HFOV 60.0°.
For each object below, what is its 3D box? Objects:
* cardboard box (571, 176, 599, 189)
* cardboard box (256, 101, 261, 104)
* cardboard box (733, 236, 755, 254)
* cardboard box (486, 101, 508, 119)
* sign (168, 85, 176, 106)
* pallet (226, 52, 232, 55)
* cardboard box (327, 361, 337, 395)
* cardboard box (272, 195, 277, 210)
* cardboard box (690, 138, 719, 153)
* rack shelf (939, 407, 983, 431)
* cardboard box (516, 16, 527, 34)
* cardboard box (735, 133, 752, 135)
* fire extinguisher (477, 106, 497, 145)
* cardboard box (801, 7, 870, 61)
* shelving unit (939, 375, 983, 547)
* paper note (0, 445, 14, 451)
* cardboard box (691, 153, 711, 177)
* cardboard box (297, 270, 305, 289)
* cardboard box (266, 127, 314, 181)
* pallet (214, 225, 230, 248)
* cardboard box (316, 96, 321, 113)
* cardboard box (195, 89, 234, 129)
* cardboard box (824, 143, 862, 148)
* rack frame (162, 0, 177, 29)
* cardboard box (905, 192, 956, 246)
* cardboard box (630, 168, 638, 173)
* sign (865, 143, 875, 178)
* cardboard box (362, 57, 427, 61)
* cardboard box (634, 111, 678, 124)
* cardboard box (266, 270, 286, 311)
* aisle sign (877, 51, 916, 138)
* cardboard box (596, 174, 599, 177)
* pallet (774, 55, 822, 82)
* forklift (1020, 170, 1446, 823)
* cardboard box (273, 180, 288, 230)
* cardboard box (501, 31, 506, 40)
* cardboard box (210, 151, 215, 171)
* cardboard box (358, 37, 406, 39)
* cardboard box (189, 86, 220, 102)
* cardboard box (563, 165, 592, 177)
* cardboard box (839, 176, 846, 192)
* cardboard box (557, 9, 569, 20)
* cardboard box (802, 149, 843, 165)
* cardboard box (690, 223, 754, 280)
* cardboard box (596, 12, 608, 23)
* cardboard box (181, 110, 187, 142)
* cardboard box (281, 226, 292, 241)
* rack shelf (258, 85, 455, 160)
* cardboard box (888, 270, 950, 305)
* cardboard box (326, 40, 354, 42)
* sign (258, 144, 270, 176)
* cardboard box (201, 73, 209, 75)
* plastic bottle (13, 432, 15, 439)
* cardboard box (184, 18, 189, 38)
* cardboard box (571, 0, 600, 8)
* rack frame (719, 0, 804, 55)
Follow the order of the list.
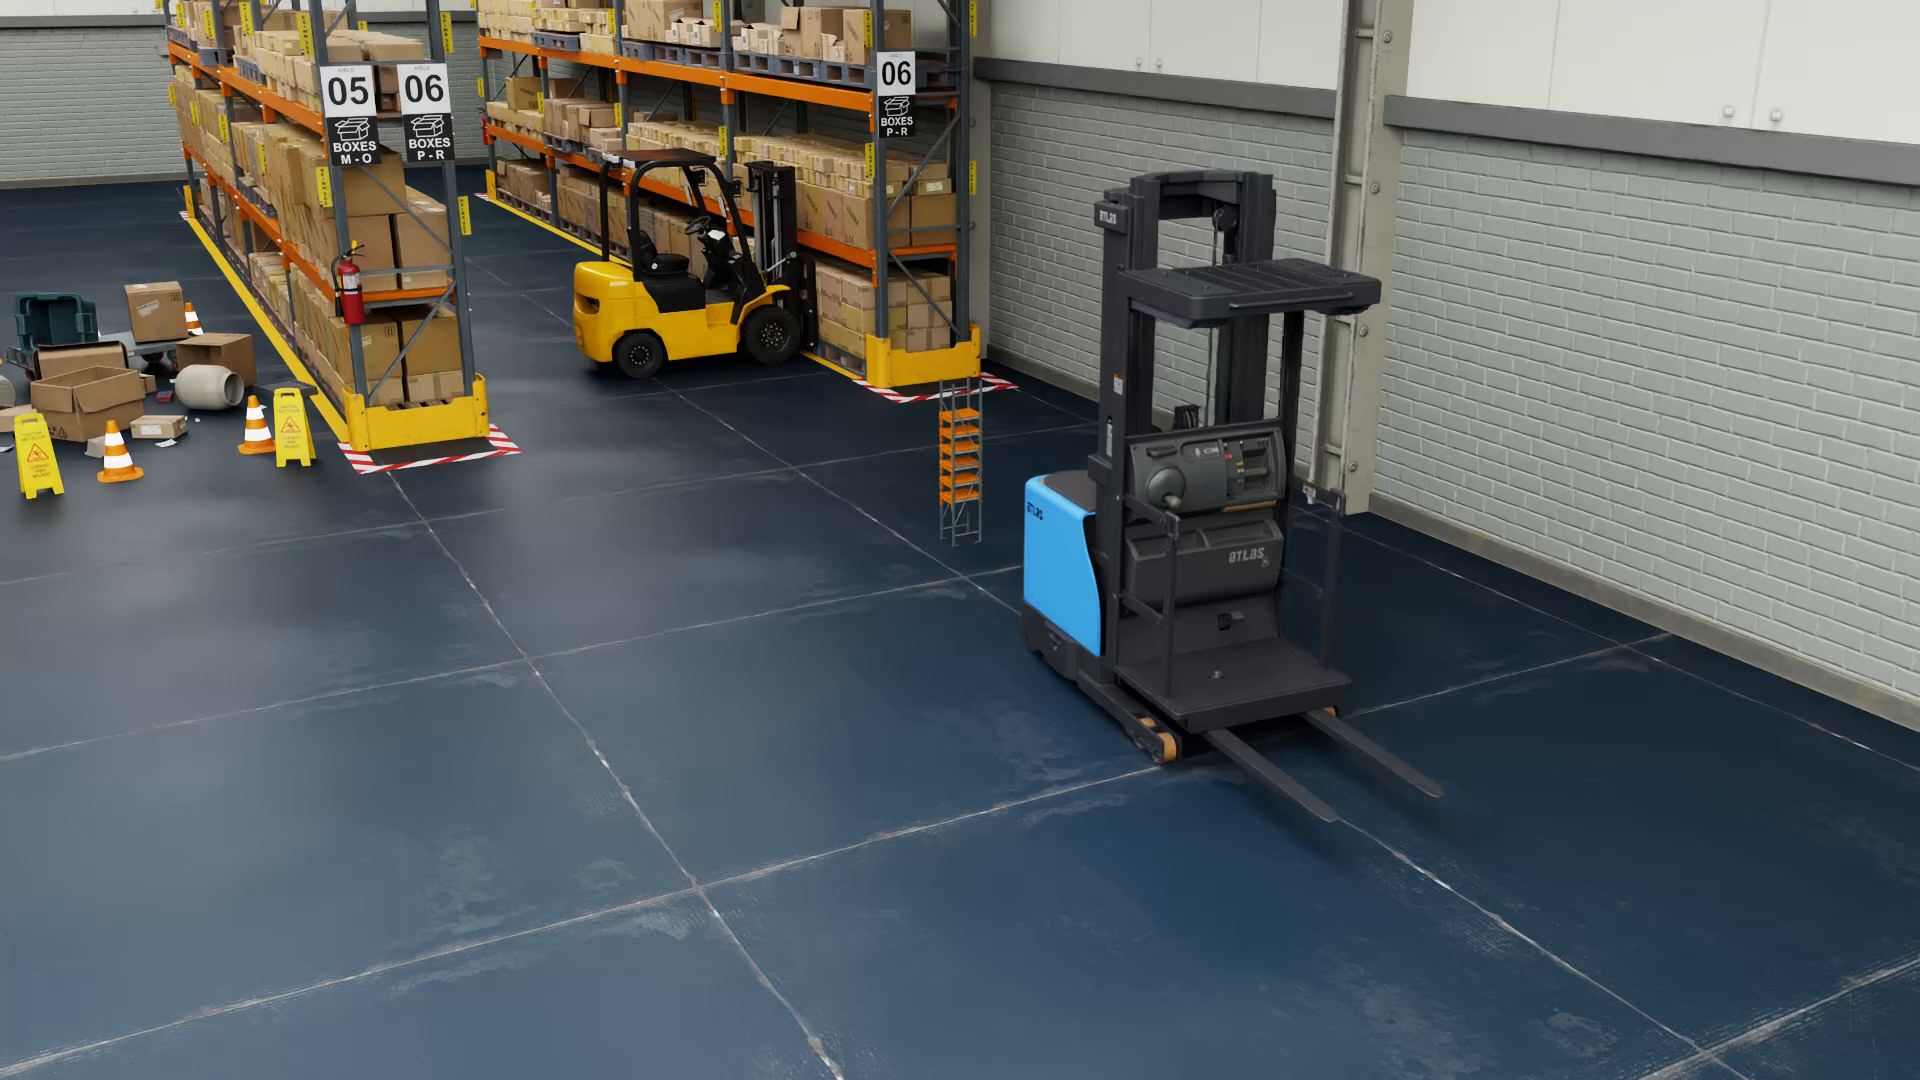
[{"bbox_3d":[-5.805,-5.546,25.800,0.380,0.149,0.250,-11,22,-29],"label":"cardboard box"},{"bbox_3d":[-8.803,-5.428,21.578,0.500,0.500,0.500,-10,21,-26],"label":"cardboard box"},{"bbox_3d":[-2.321,-3.394,19.406,0.500,0.250,0.500,-10,22,-27],"label":"cardboard box"},{"bbox_3d":[-7.994,-7.552,29.193,0.500,0.250,0.500,-10,21,-26],"label":"cardboard box"},{"bbox_3d":[-12.830,-7.247,27.086,0.100,0.325,0.005,-10,21,-27],"label":"sign"},{"bbox_3d":[-9.961,-6.808,22.958,0.805,0.209,1.217,-11,22,-29],"label":"pallet"},{"bbox_3d":[-5.601,-1.531,15.540,0.500,0.250,0.500,-10,21,-26],"label":"cardboard box"},{"bbox_3d":[-7.128,-3.625,17.778,0.380,0.149,0.250,-10,21,-26],"label":"cardboard box"},{"bbox_3d":[-3.082,-4.832,20.388,0.380,0.149,0.250,-11,22,-28],"label":"cardboard box"},{"bbox_3d":[0.007,-0.861,11.821,0.258,0.103,0.180,-10,21,-27],"label":"rack shelf"},{"bbox_3d":[-6.779,-8.241,26.592,0.500,0.250,0.500,-11,22,-28],"label":"cardboard box"},{"bbox_3d":[-2.811,-5.072,21.084,0.380,0.149,0.250,-10,21,-27],"label":"cardboard box"},{"bbox_3d":[-8.449,-7.412,29.704,0.296,0.674,0.183,-10,21,-27],"label":"fire extinguisher"},{"bbox_3d":[-1.198,-5.171,16.971,0.700,0.500,0.500,-10,21,-26],"label":"cardboard box"},{"bbox_3d":[0.007,-0.563,11.924,0.258,1.200,0.189,-10,21,-27],"label":"shelving unit"},{"bbox_3d":[-8.280,-0.793,14.384,0.144,0.017,0.142,-3,19,-8],"label":"paper note"},{"bbox_3d":[-2.983,-4.623,20.394,0.500,0.250,0.500,-11,22,-28],"label":"cardboard box"},{"bbox_3d":[-6.346,-2.596,16.484,0.380,0.149,0.250,-9,21,-25],"label":"cardboard box"},{"bbox_3d":[-6.399,-3.790,16.376,0.700,0.500,0.500,-10,21,-26],"label":"cardboard box"},{"bbox_3d":[-10.732,-4.649,25.280,1.003,0.211,1.213,-10,21,-27],"label":"pallet"},{"bbox_3d":[-5.157,-3.650,13.897,0.380,0.149,0.250,-10,21,-26],"label":"cardboard box"},{"bbox_3d":[-10.484,-6.085,23.482,0.500,0.500,0.500,-10,21,-26],"label":"cardboard box"},{"bbox_3d":[-1.277,-4.287,18.352,0.380,0.149,0.250,-10,22,-27],"label":"cardboard box"},{"bbox_3d":[-12.339,-9.721,26.506,1.000,3.000,0.127,-10,21,-27],"label":"rack frame"},{"bbox_3d":[-0.366,-3.294,16.926,0.500,0.500,0.500,-9,21,-25],"label":"cardboard box"},{"bbox_3d":[-4.178,-5.122,22.606,0.500,0.250,0.500,-10,21,-26],"label":"cardboard box"},{"bbox_3d":[-0.859,-3.641,15.946,0.100,0.325,0.005,-10,21,-27],"label":"sign"},{"bbox_3d":[-4.976,-4.111,14.622,0.500,0.250,0.500,-10,22,-27],"label":"cardboard box"},{"bbox_3d":[-4.281,-5.776,23.474,0.500,0.500,0.500,-9,21,-24],"label":"cardboard box"},{"bbox_3d":[-7.568,-2.952,19.471,0.950,0.372,0.625,-9,21,-25],"label":"cardboard box"},{"bbox_3d":[-0.602,-4.226,15.795,0.394,0.787,0.004,-10,21,-27],"label":"aisle sign"},{"bbox_3d":[-5.515,-5.694,26.228,0.380,0.149,0.250,-10,21,-27],"label":"cardboard box"},{"bbox_3d":[-1.271,-4.995,17.546,1.003,0.211,1.213,-10,21,-27],"label":"pallet"},{"bbox_3d":[1.416,-0.369,8.708,1.130,2.935,3.031,-8,21,-22],"label":"forklift"},{"bbox_3d":[-6.677,-3.458,16.946,0.500,0.500,0.500,-10,21,-27],"label":"cardboard box"},{"bbox_3d":[-7.383,-8.371,27.579,0.380,0.149,0.250,-10,21,-27],"label":"cardboard box"},{"bbox_3d":[-9.987,-5.200,22.834,0.500,0.250,0.500,-10,21,-27],"label":"cardboard box"},{"bbox_3d":[-5.236,-4.480,15.080,0.380,0.149,0.250,-9,21,-25],"label":"cardboard box"},{"bbox_3d":[-10.907,-6.349,24.246,0.500,0.500,0.500,-10,21,-27],"label":"cardboard box"},{"bbox_3d":[-5.971,-5.759,25.961,0.380,0.149,0.250,-11,22,-29],"label":"cardboard box"},{"bbox_3d":[-1.003,-3.624,16.888,0.380,0.149,0.250,-10,21,-26],"label":"cardboard box"},{"bbox_3d":[-5.726,-7.759,24.553,0.380,0.149,0.250,-10,21,-26],"label":"cardboard box"},{"bbox_3d":[-1.464,-4.066,17.711,0.380,0.149,0.250,-10,21,-26],"label":"cardboard box"},{"bbox_3d":[-2.894,-3.658,21.130,0.875,0.625,0.625,-10,22,-27],"label":"cardboard box"},{"bbox_3d":[-4.884,-7.327,23.331,0.380,0.149,0.250,-10,22,-28],"label":"cardboard box"},{"bbox_3d":[-12.099,-6.609,26.532,0.500,0.500,0.500,-10,22,-27],"label":"cardboard box"},{"bbox_3d":[-6.773,-3.181,17.137,0.380,0.149,0.250,-10,21,-27],"label":"cardboard box"},{"bbox_3d":[-5.691,-3.944,15.466,1.077,0.370,4.000,-10,21,-27],"label":"rack shelf"},{"bbox_3d":[-0.436,-2.600,17.107,0.500,0.250,0.500,-10,22,-27],"label":"cardboard box"},{"bbox_3d":[-5.463,-4.250,14.414,0.380,0.149,0.250,-10,21,-26],"label":"cardboard box"},{"bbox_3d":[-7.128,-3.900,17.061,0.100,0.325,0.005,-10,21,-27],"label":"sign"},{"bbox_3d":[-11.142,-6.838,24.668,0.380,0.149,0.250,-10,21,-27],"label":"cardboard box"},{"bbox_3d":[-8.282,-0.922,14.709,0.283,0.061,0.133,16,25,39],"label":"plastic bottle"},{"bbox_3d":[-10.510,-7.091,23.048,0.396,0.266,0.258,-10,22,-27],"label":"cardboard box"},{"bbox_3d":[-5.713,-8.240,25.310,0.396,0.266,0.258,-10,21,-27],"label":"cardboard box"},{"bbox_3d":[-2.274,-7.046,18.754,1.000,3.000,0.127,-10,21,-27],"label":"rack frame"}]
